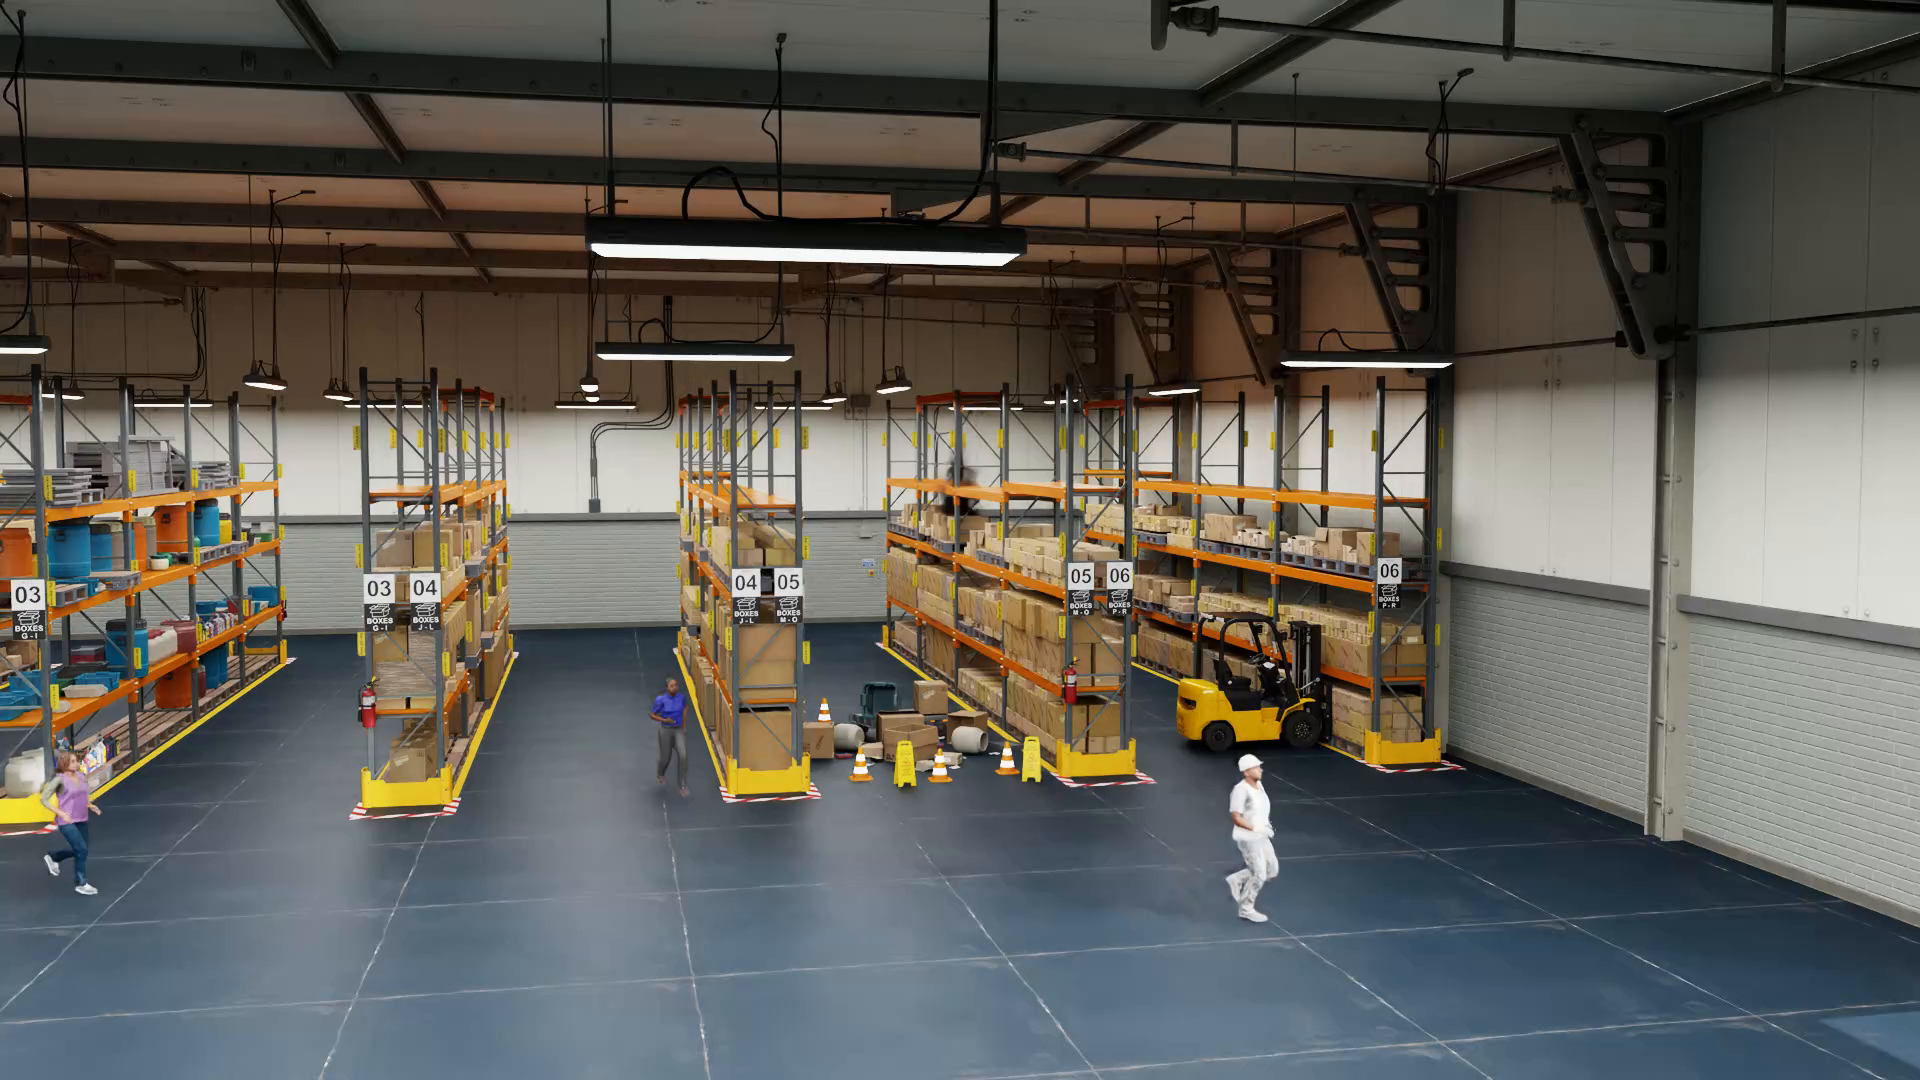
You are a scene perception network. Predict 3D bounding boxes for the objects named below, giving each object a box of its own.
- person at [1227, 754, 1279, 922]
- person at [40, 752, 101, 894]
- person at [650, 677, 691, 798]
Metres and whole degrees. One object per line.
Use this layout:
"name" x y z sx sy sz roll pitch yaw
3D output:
"person" 3.041 3.105 17.375 0.599 1.736 0.685 2 4 29
"person" -9.905 3.133 18.433 0.704 1.580 0.541 1 4 14
"person" -4.118 2.776 23.651 0.613 1.677 0.894 -2 4 -30
